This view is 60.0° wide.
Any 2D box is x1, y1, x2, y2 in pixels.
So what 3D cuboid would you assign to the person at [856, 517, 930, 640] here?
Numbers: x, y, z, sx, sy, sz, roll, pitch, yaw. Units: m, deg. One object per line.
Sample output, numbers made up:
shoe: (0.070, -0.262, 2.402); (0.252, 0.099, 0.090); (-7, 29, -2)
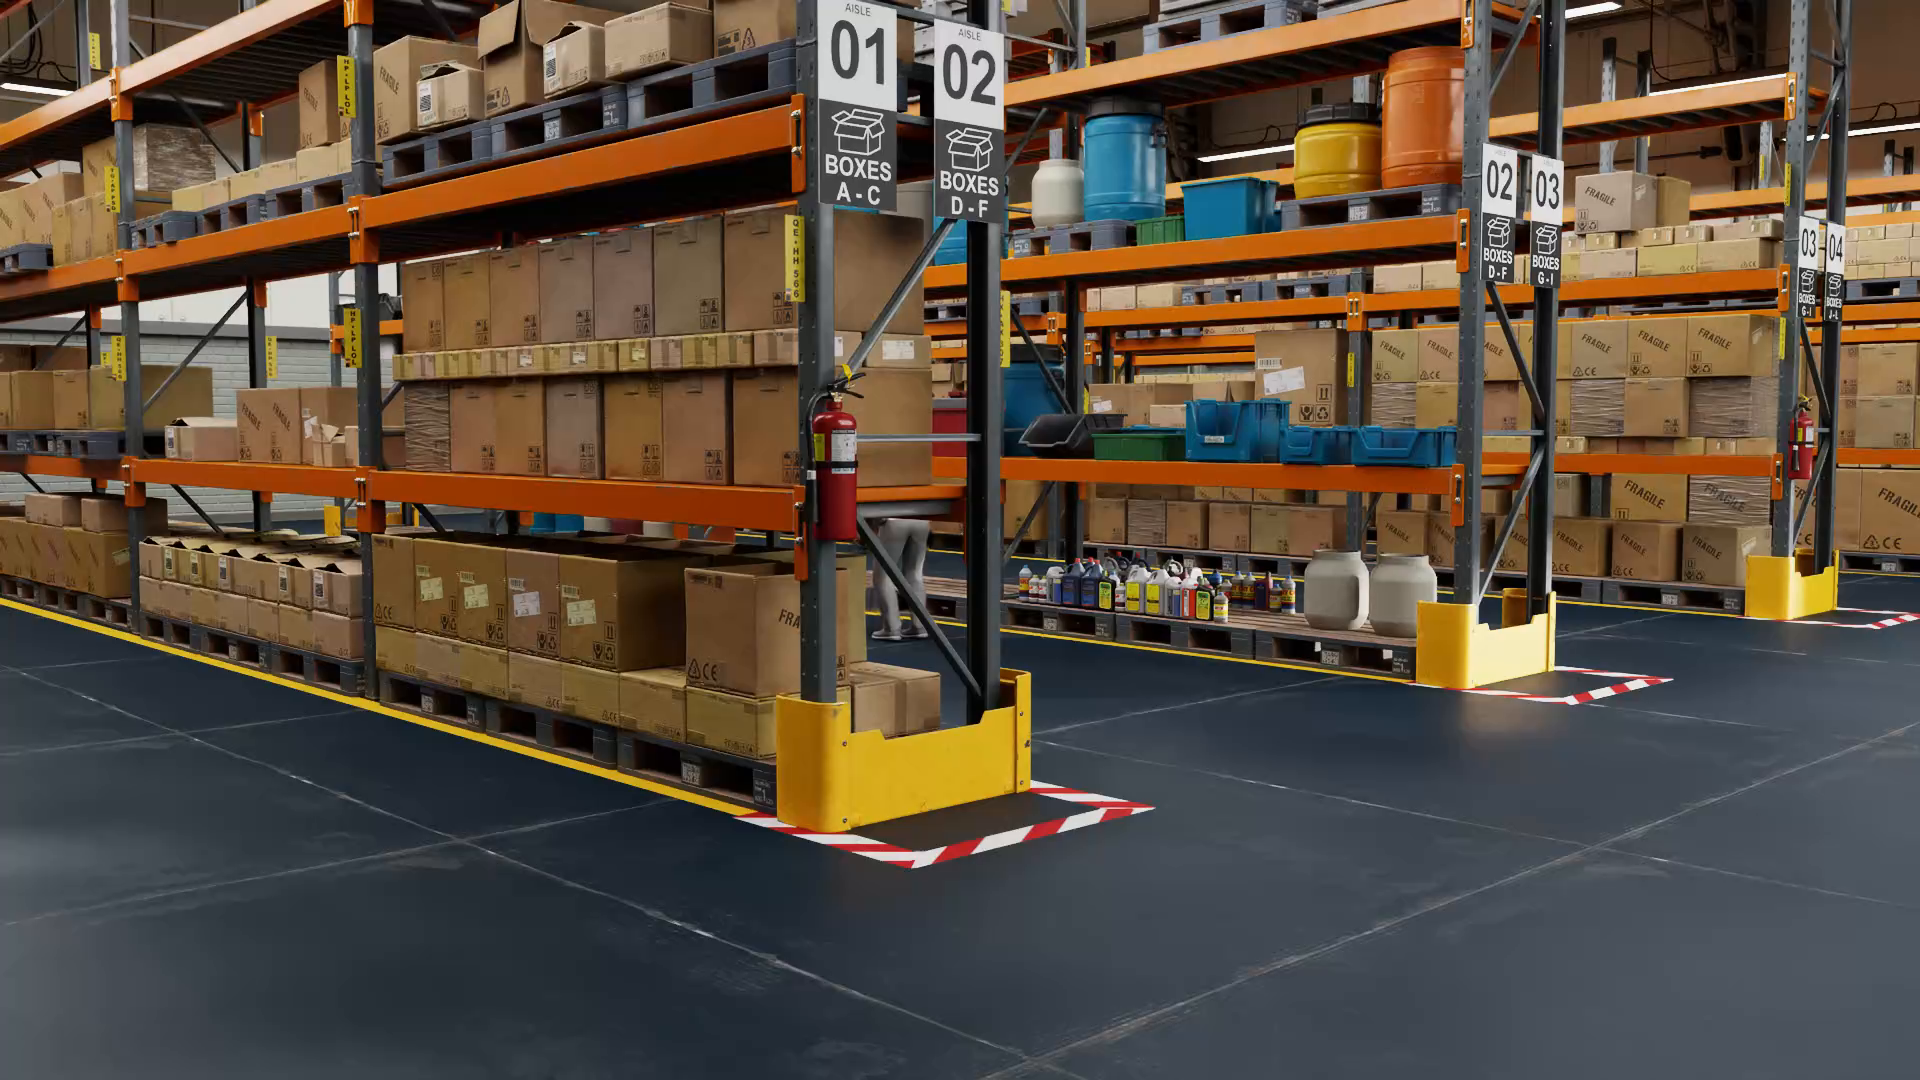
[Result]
person: (-0.492, -0.063, 12.130); (0.411, 1.574, 0.609); (-3, 5, -37)
